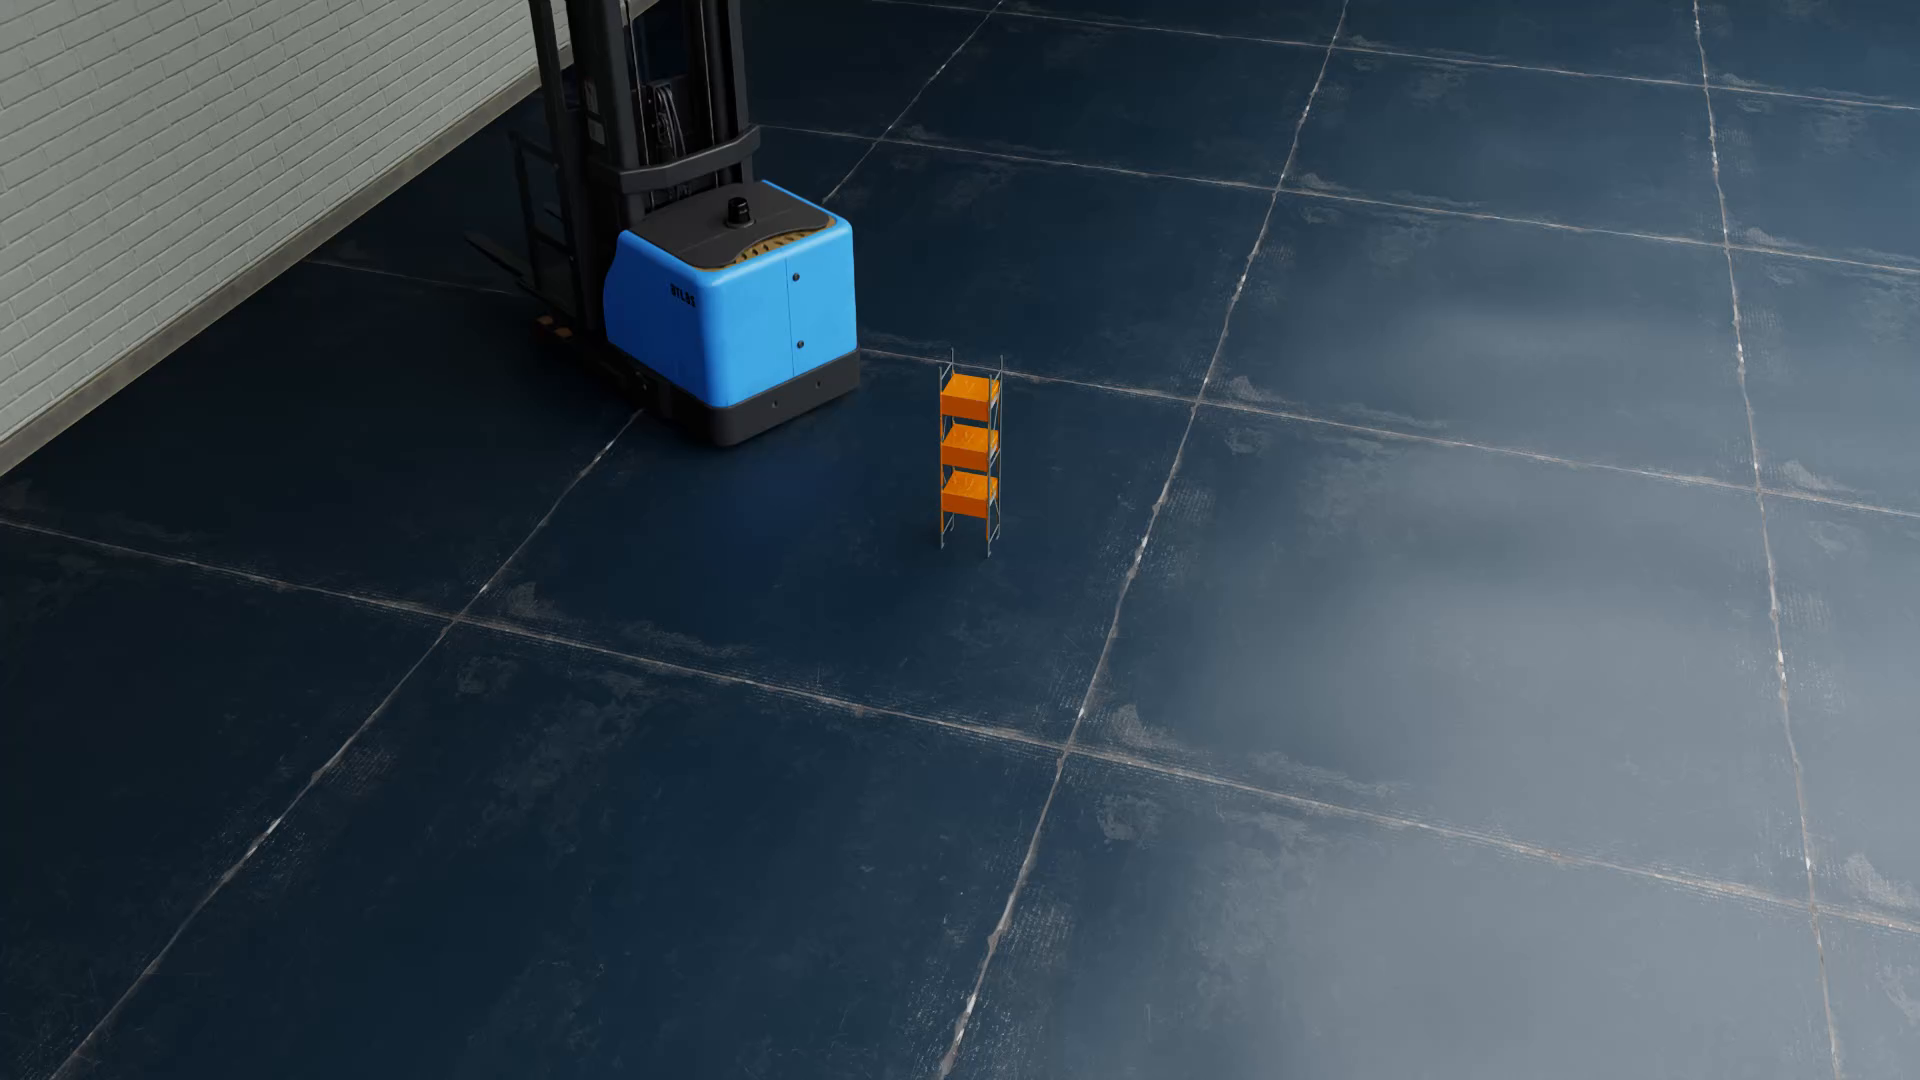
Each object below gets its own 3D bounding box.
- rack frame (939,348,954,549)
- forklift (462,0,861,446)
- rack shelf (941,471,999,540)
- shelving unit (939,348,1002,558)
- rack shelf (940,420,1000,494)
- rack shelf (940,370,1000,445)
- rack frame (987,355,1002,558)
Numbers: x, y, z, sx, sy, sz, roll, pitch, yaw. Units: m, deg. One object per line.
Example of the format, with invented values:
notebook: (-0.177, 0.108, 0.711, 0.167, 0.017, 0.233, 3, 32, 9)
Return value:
rack frame: (-0.065, -0.435, 8.140, 0.008, 1.050, 0.200, 10, 38, 14)
forklift: (-1.943, -2.468, 9.315, 1.130, 2.935, 3.031, -29, 45, -34)
rack shelf: (0.051, -0.181, 8.282, 0.240, 0.259, 0.215, 10, 38, 14)
shelving unit: (0.051, -0.413, 8.111, 0.252, 1.050, 0.215, 10, 38, 14)
rack shelf: (0.051, -0.405, 8.117, 0.240, 0.259, 0.215, 10, 38, 14)
rack shelf: (0.051, -0.633, 7.949, 0.240, 0.259, 0.215, 10, 38, 14)
rack frame: (0.168, -0.392, 8.082, 0.008, 1.050, 0.200, 10, 38, 14)
